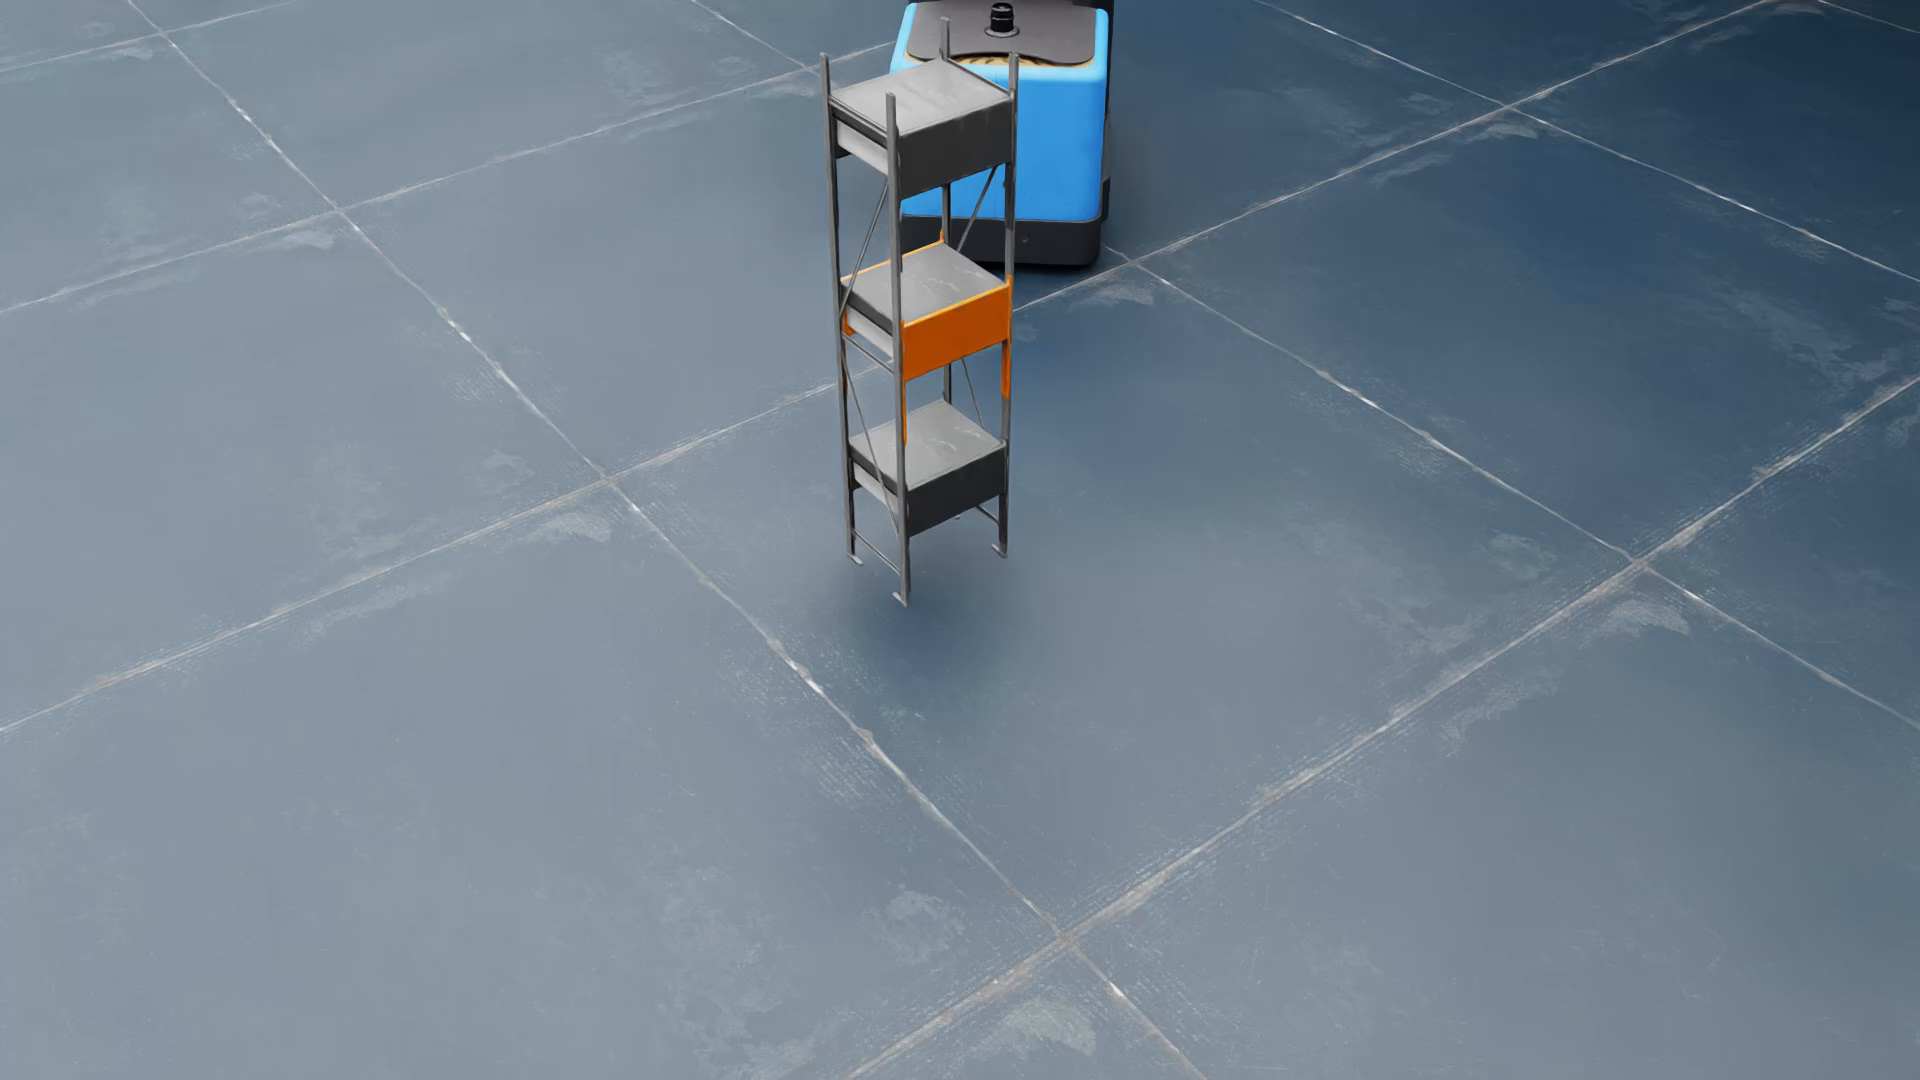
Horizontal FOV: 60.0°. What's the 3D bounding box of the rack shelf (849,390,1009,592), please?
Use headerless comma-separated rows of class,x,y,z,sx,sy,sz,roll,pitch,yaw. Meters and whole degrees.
rack shelf,-0.131,-0.196,6.459,0.480,0.518,0.431,-26,46,-28

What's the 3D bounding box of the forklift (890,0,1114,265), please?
forklift,0.291,-3.428,8.618,1.130,2.935,3.031,3,39,4

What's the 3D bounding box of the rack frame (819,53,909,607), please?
rack frame,-0.325,-0.654,5.891,0.015,2.100,0.400,-26,46,-28

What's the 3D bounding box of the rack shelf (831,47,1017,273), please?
rack shelf,-0.131,-1.278,5.571,0.480,0.518,0.431,-26,46,-28

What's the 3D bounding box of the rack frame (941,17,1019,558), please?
rack frame,0.062,-0.842,6.121,0.015,2.100,0.400,-26,46,-28

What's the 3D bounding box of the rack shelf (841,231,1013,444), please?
rack shelf,-0.131,-0.737,6.015,0.480,0.518,0.431,-26,46,-28

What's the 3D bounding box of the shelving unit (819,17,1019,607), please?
shelving unit,-0.131,-0.748,6.006,0.503,2.100,0.431,-26,46,-28
